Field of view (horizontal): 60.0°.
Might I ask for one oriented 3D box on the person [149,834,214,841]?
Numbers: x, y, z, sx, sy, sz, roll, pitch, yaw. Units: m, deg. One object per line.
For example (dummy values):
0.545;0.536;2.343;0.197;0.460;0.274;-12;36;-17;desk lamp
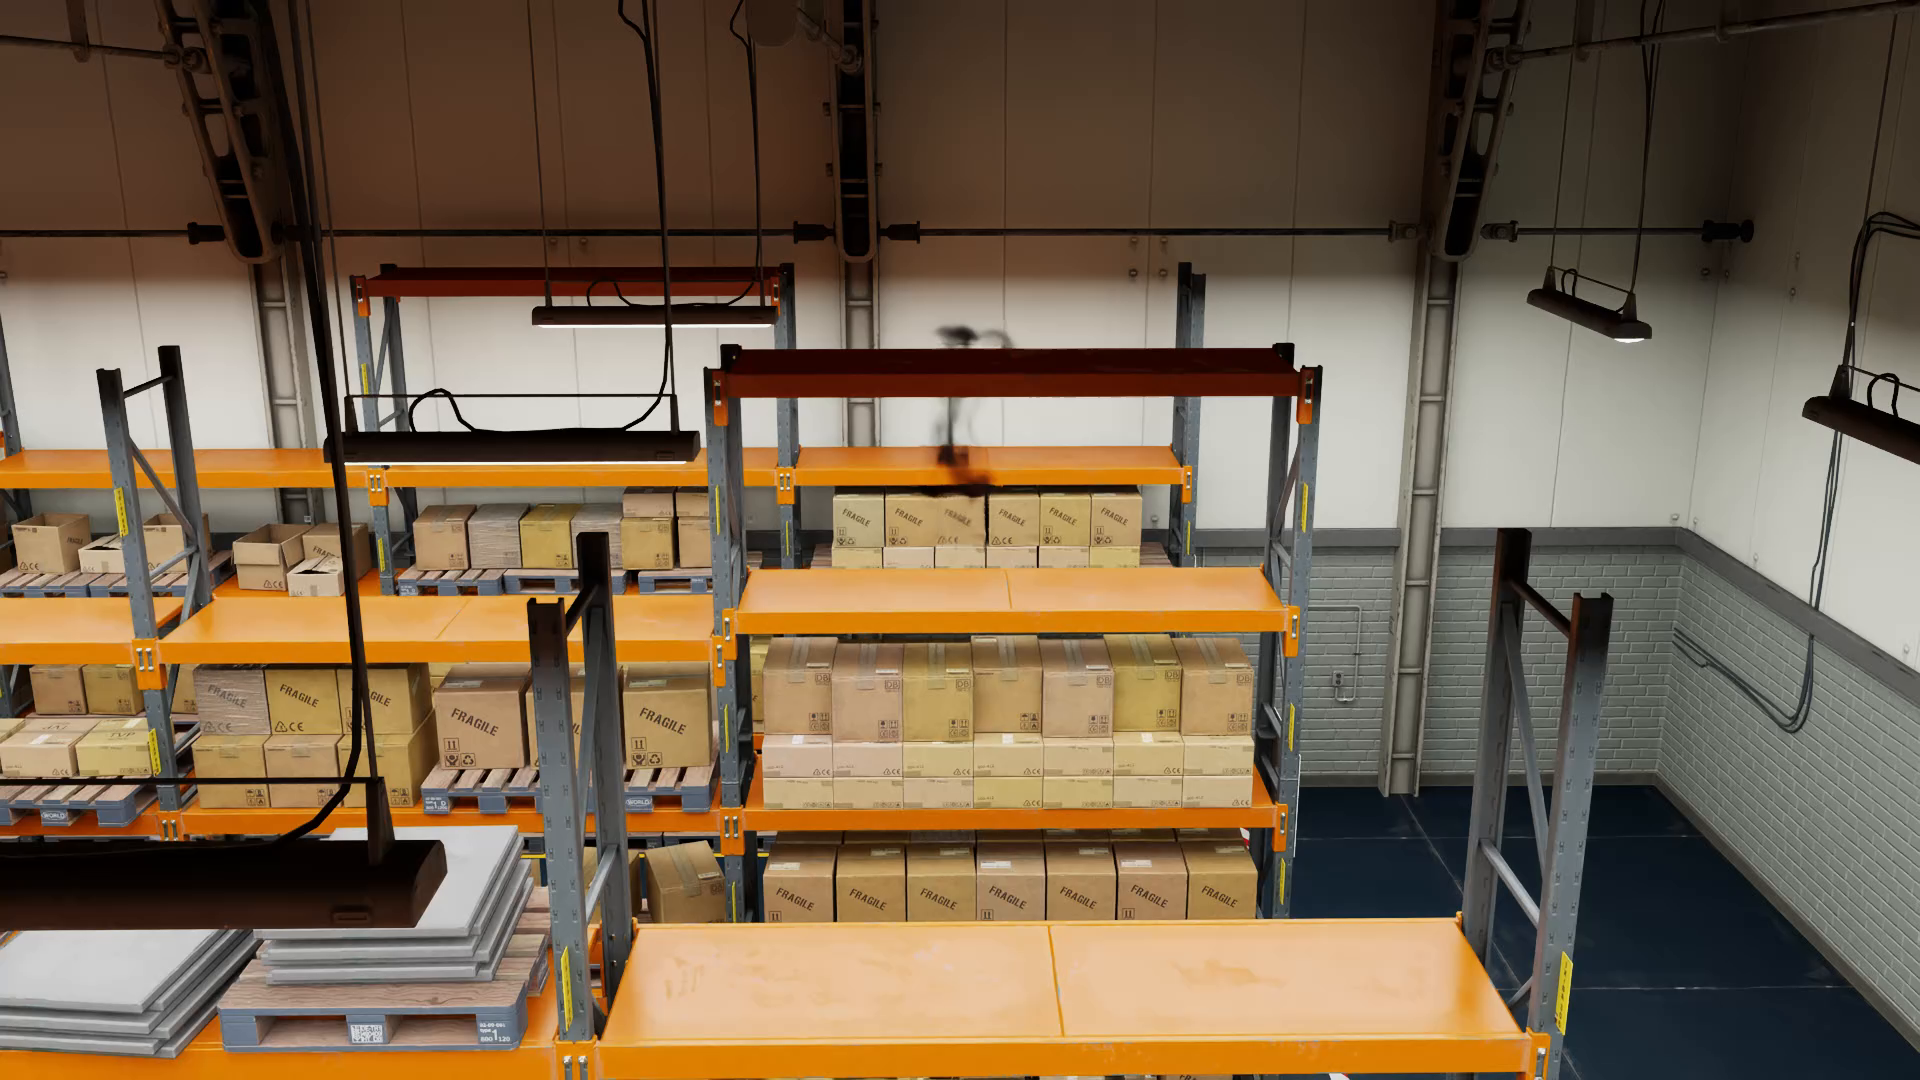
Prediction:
-6.962;3.149;15.072;0.907;1.544;0.597;-1;16;-4;person
